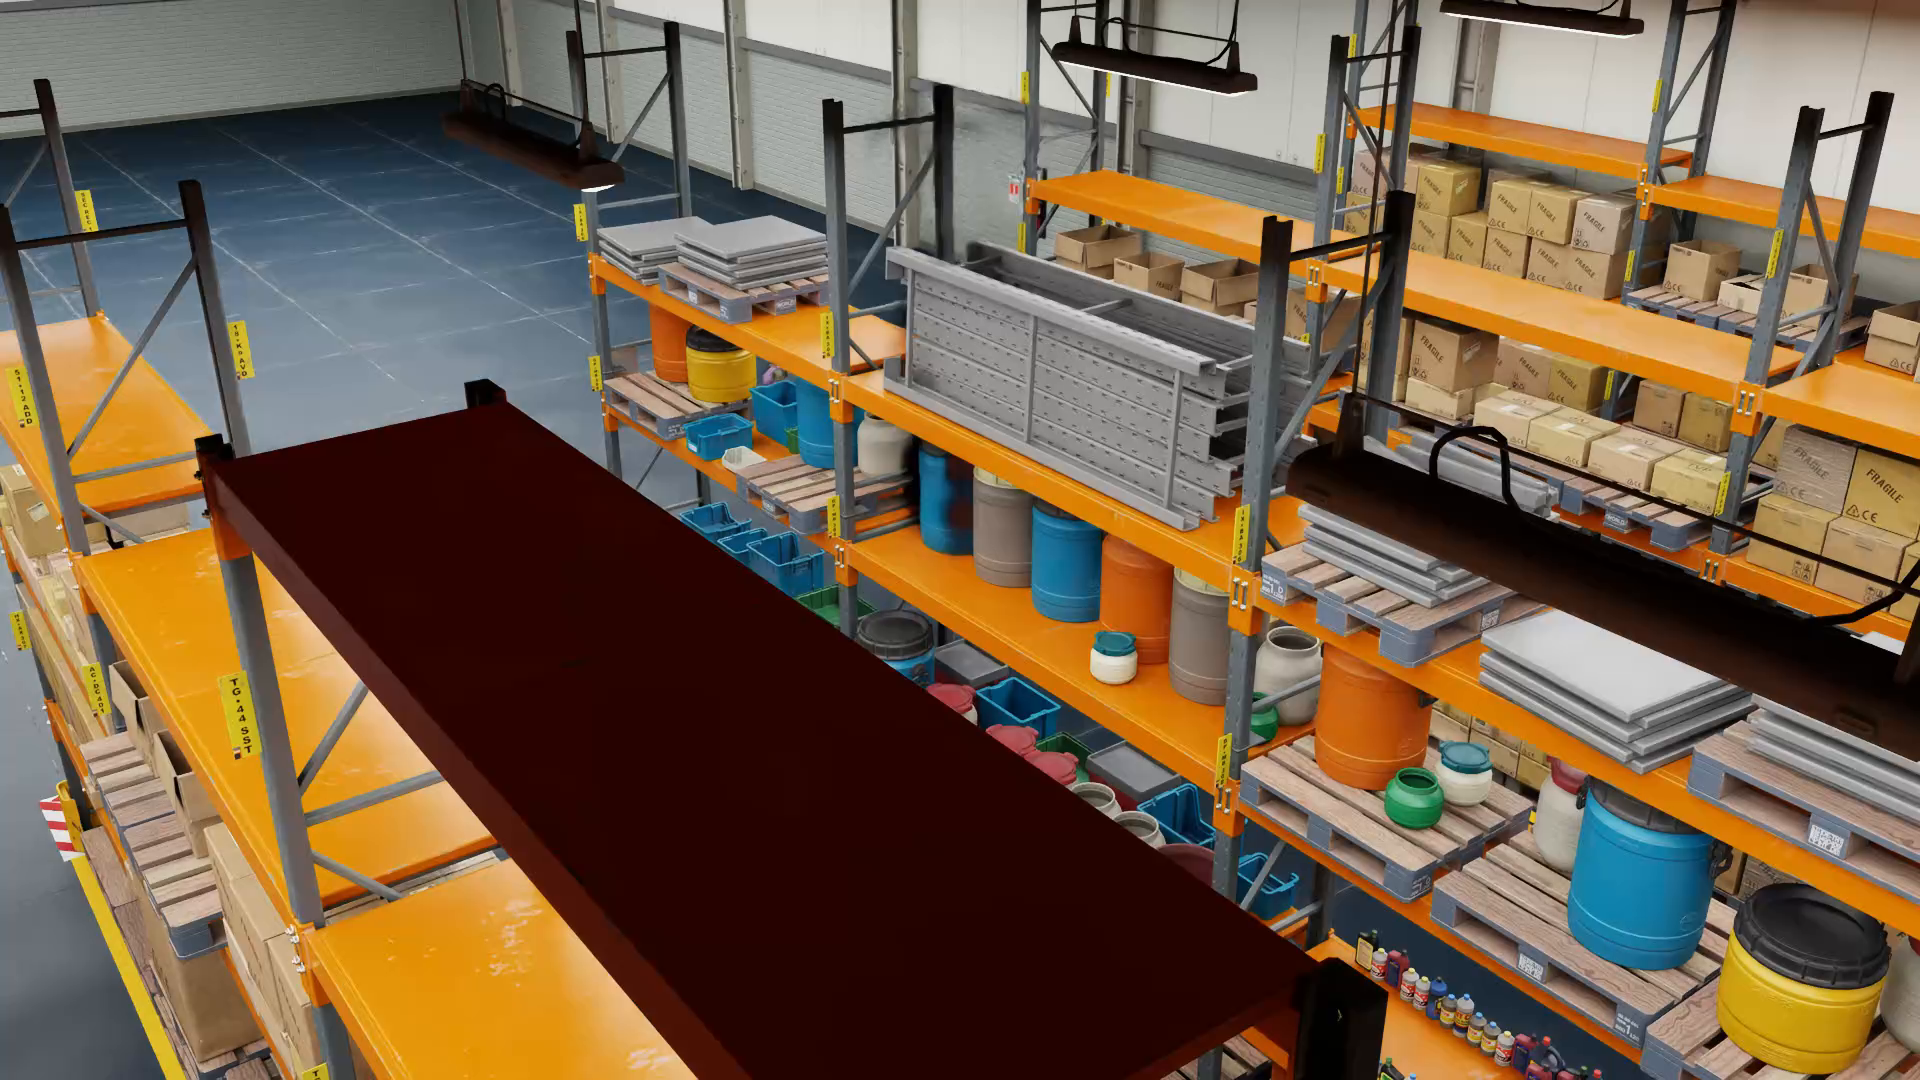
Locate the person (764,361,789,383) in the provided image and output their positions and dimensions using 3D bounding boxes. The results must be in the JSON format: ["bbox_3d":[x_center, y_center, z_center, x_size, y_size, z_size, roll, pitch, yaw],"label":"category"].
[{"bbox_3d":[-2.272,-1.656,20.679,0.695,1.623,0.511,-10,27,-21],"label":"person"}]
